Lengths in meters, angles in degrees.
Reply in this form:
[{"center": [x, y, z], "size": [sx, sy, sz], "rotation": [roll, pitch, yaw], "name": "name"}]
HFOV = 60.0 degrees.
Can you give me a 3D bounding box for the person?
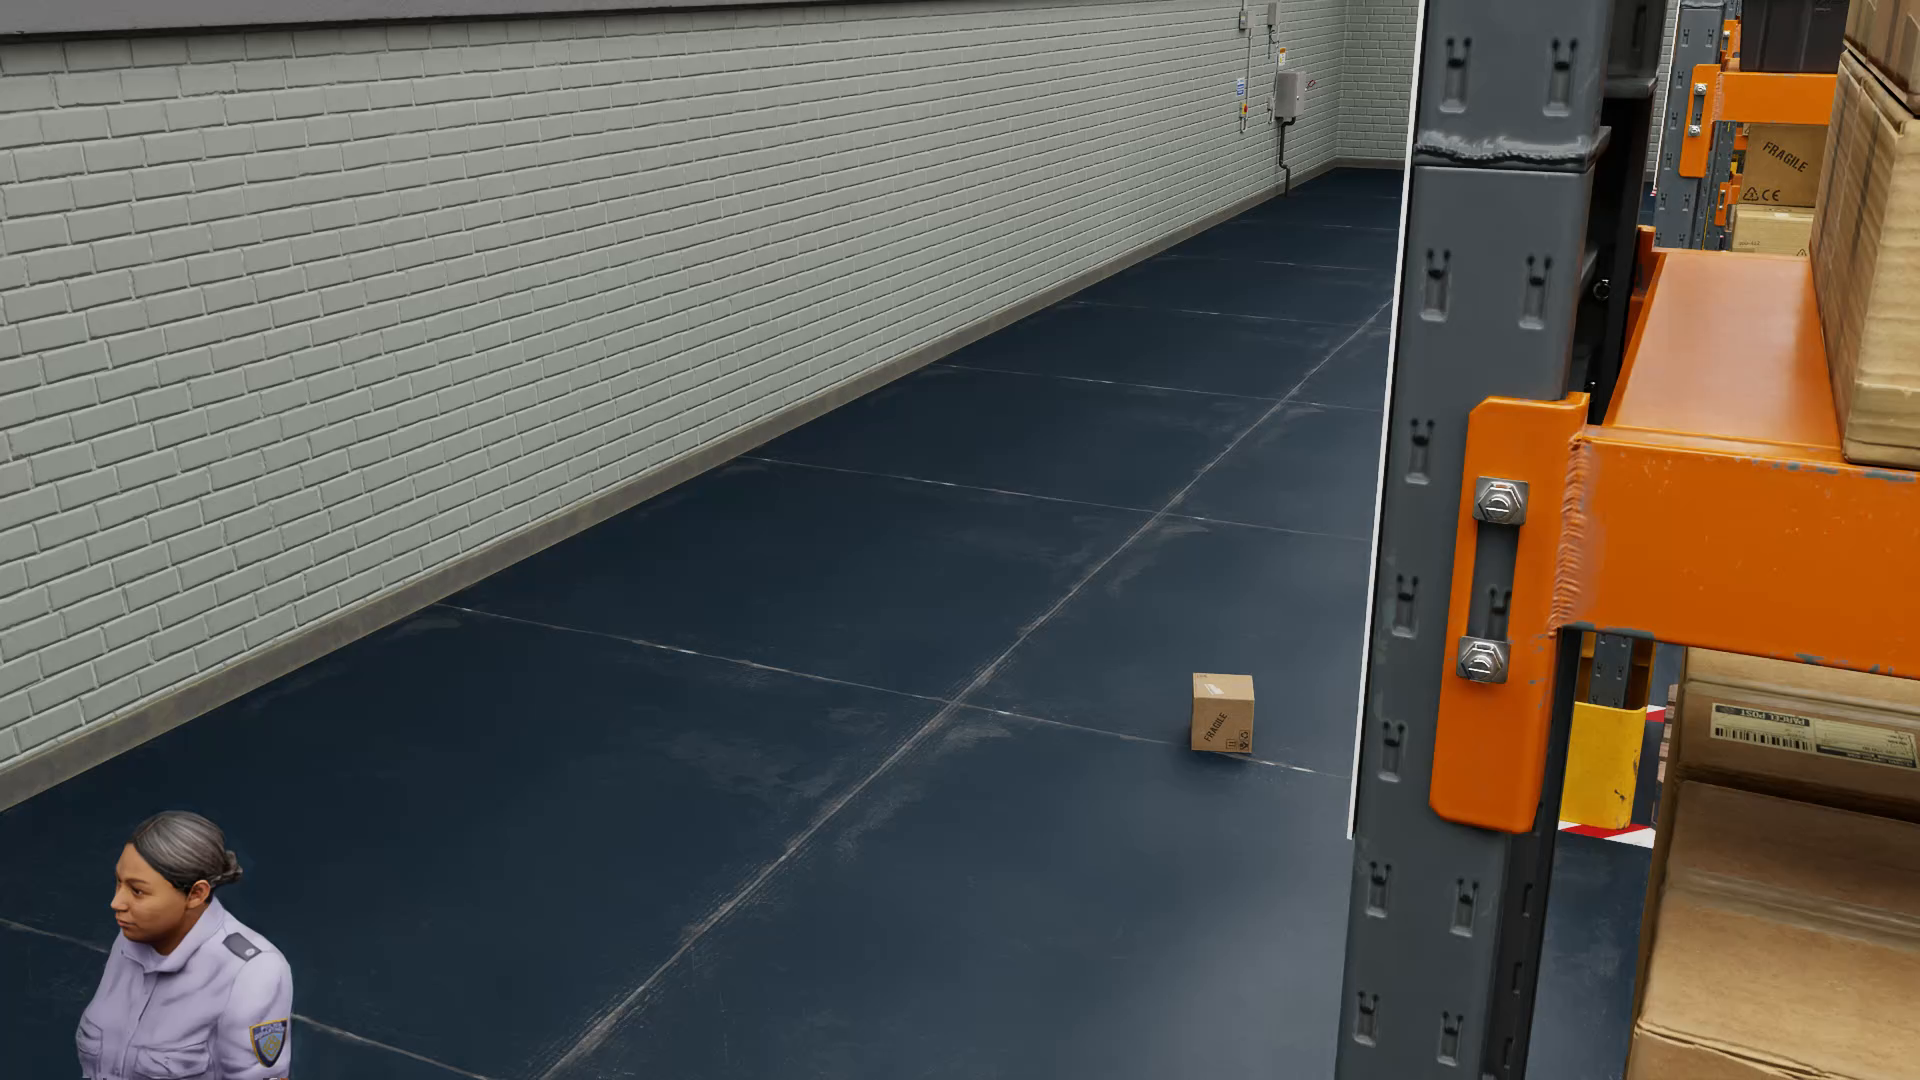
[{"center": [-1.542, 1.311, 3.287], "size": [0.492, 1.599, 0.946], "rotation": [9, 21, 24], "name": "person"}]
